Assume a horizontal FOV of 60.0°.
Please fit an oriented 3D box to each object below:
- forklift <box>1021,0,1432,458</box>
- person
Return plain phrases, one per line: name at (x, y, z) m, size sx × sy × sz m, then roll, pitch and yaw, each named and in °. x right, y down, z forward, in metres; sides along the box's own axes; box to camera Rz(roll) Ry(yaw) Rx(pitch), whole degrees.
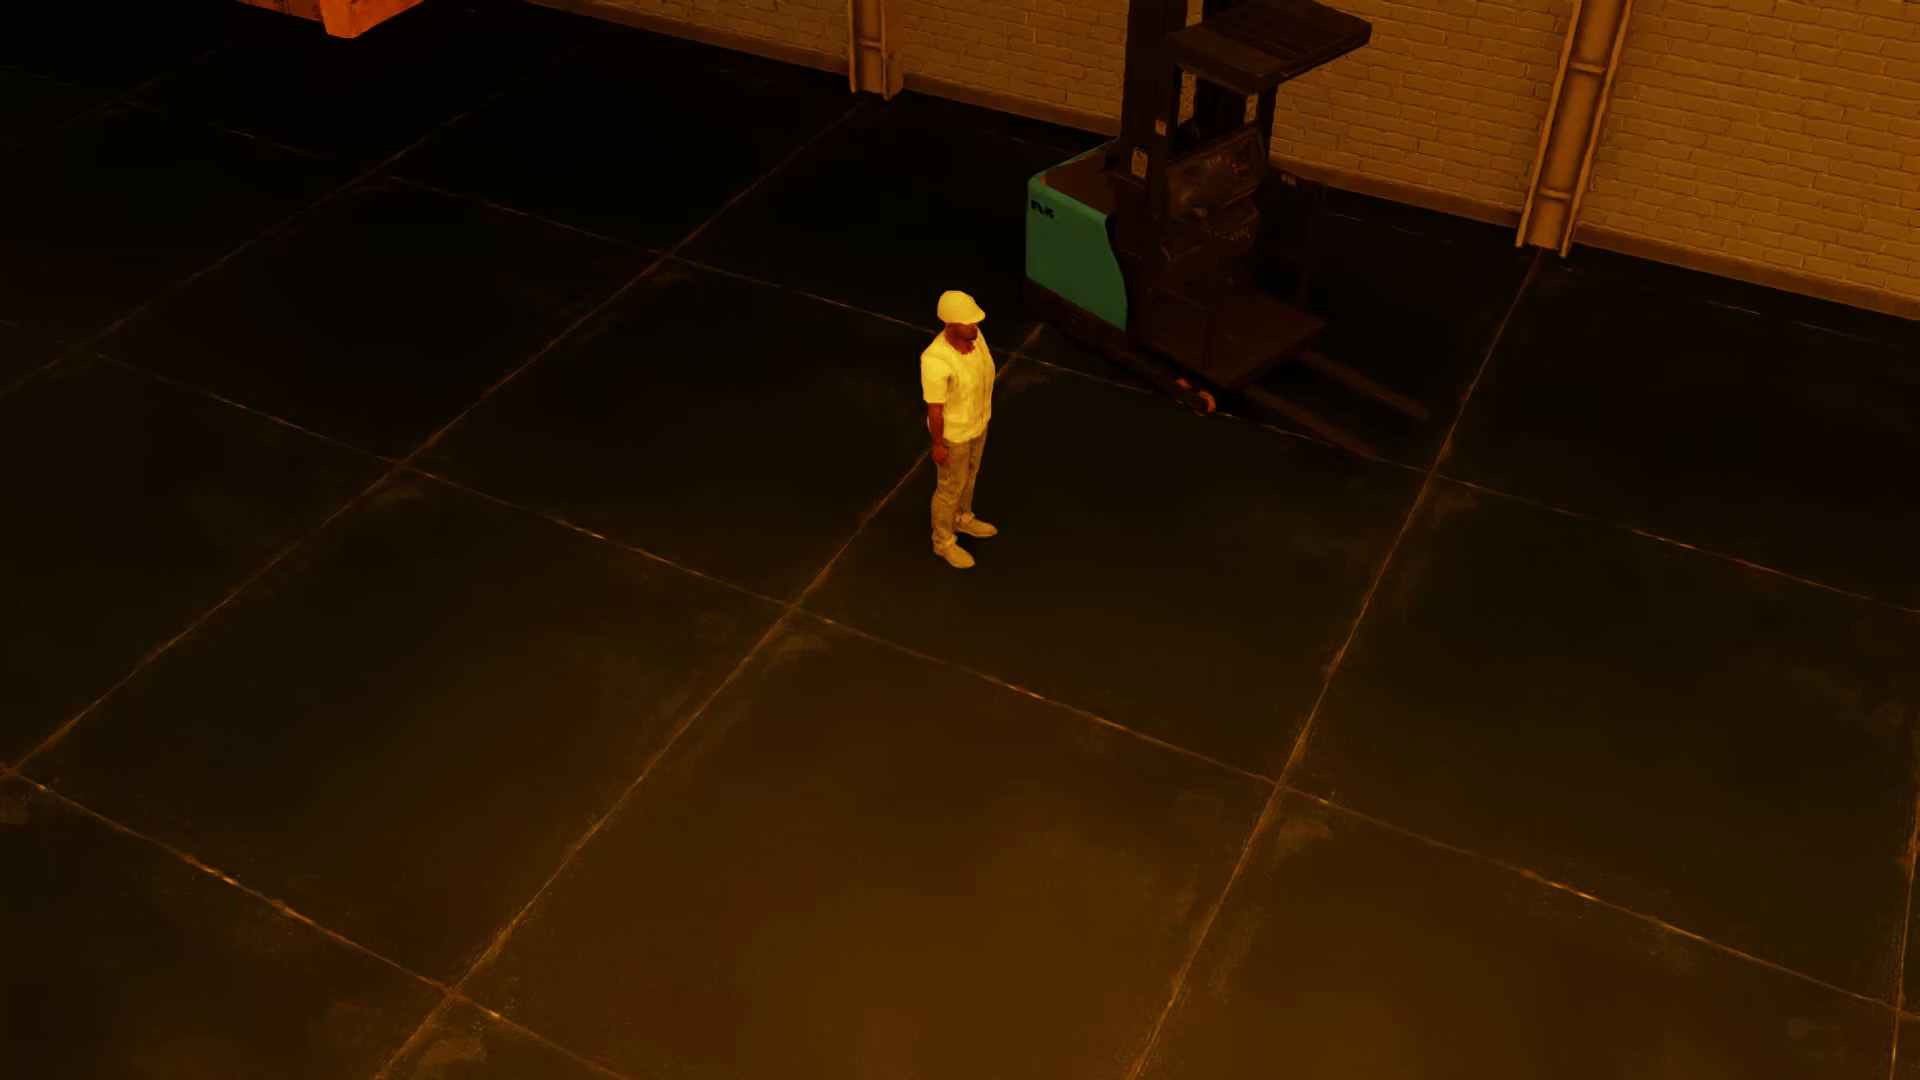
forklift at (1.820, -2.337, 10.761) m, size 1.130 × 2.935 × 3.031 m, roll -31°, pitch 49°, yaw -31°
person at (0.012, -0.673, 9.689) m, size 0.367 × 1.771 × 0.559 m, roll 18°, pitch 43°, yaw 21°
